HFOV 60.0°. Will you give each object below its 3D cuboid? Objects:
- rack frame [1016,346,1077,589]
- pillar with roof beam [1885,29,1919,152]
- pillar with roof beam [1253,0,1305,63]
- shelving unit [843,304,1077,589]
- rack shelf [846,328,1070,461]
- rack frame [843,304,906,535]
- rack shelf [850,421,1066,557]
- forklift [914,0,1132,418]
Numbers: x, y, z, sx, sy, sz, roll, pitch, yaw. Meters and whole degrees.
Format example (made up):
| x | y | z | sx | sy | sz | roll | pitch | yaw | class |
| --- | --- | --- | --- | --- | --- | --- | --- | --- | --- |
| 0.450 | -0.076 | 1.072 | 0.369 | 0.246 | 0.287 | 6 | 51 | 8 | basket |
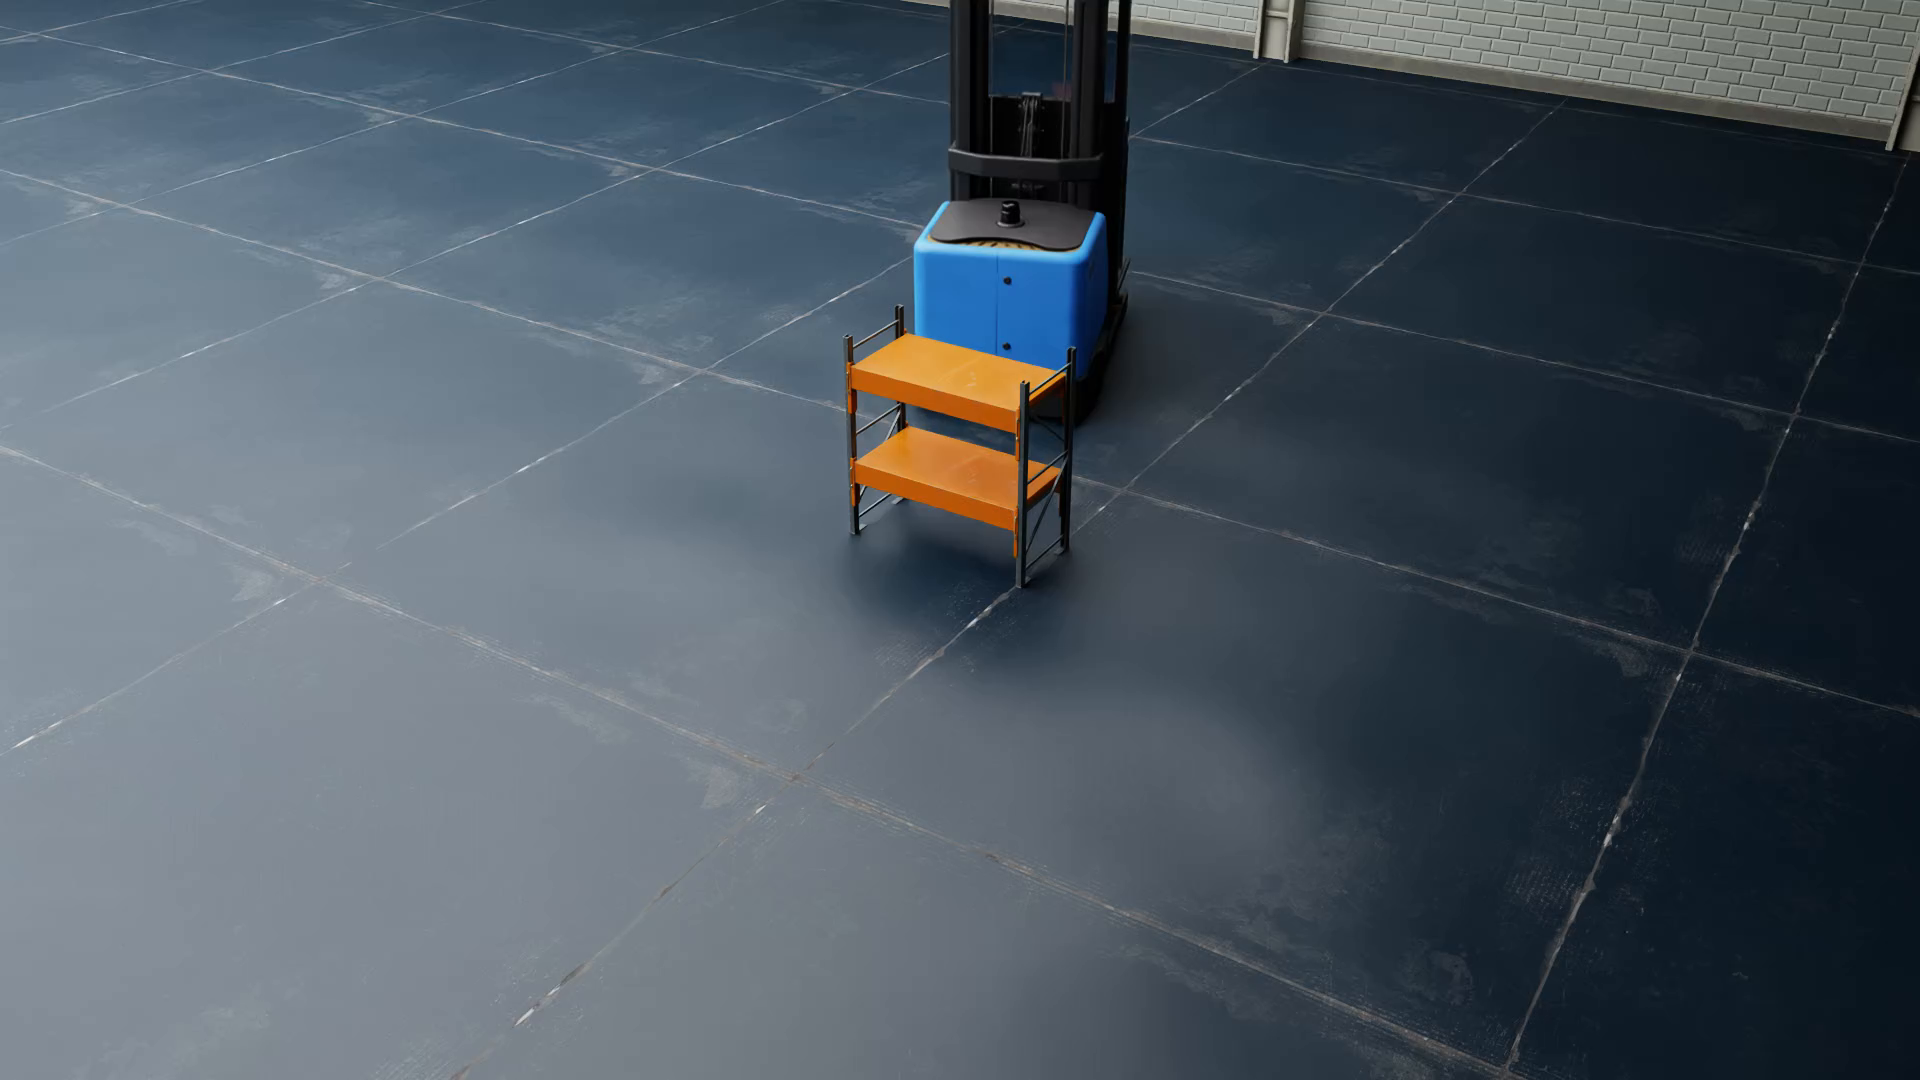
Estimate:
| x | y | z | sx | sy | sz | roll | pitch | yaw | class |
| --- | --- | --- | --- | --- | --- | --- | --- | --- | --- |
| 0.425 | -0.351 | 8.236 | 0.032 | 1.125 | 0.500 | 18 | 35 | 27 | rack frame |
| 6.108 | -5.499 | 9.247 | 0.400 | 9.000 | 9.100 | 18 | 35 | 27 | pillar with roof beam |
| 1.026 | -7.107 | 12.002 | 0.400 | 9.000 | 9.100 | 18 | 35 | 27 | pillar with roof beam |
| -0.006 | -0.488 | 8.470 | 1.048 | 1.125 | 0.538 | 18 | 35 | 27 | shelving unit |
| -0.006 | -0.740 | 8.322 | 1.000 | 0.278 | 0.538 | 18 | 35 | 27 | rack shelf |
| -0.436 | -0.624 | 8.703 | 0.032 | 1.125 | 0.500 | 18 | 35 | 27 | rack frame |
| -0.006 | -0.276 | 8.593 | 1.000 | 0.278 | 0.538 | 18 | 35 | 27 | rack shelf |
| 0.531 | -2.714 | 10.493 | 1.130 | 2.935 | 3.031 | 6 | 31 | 11 | forklift |
